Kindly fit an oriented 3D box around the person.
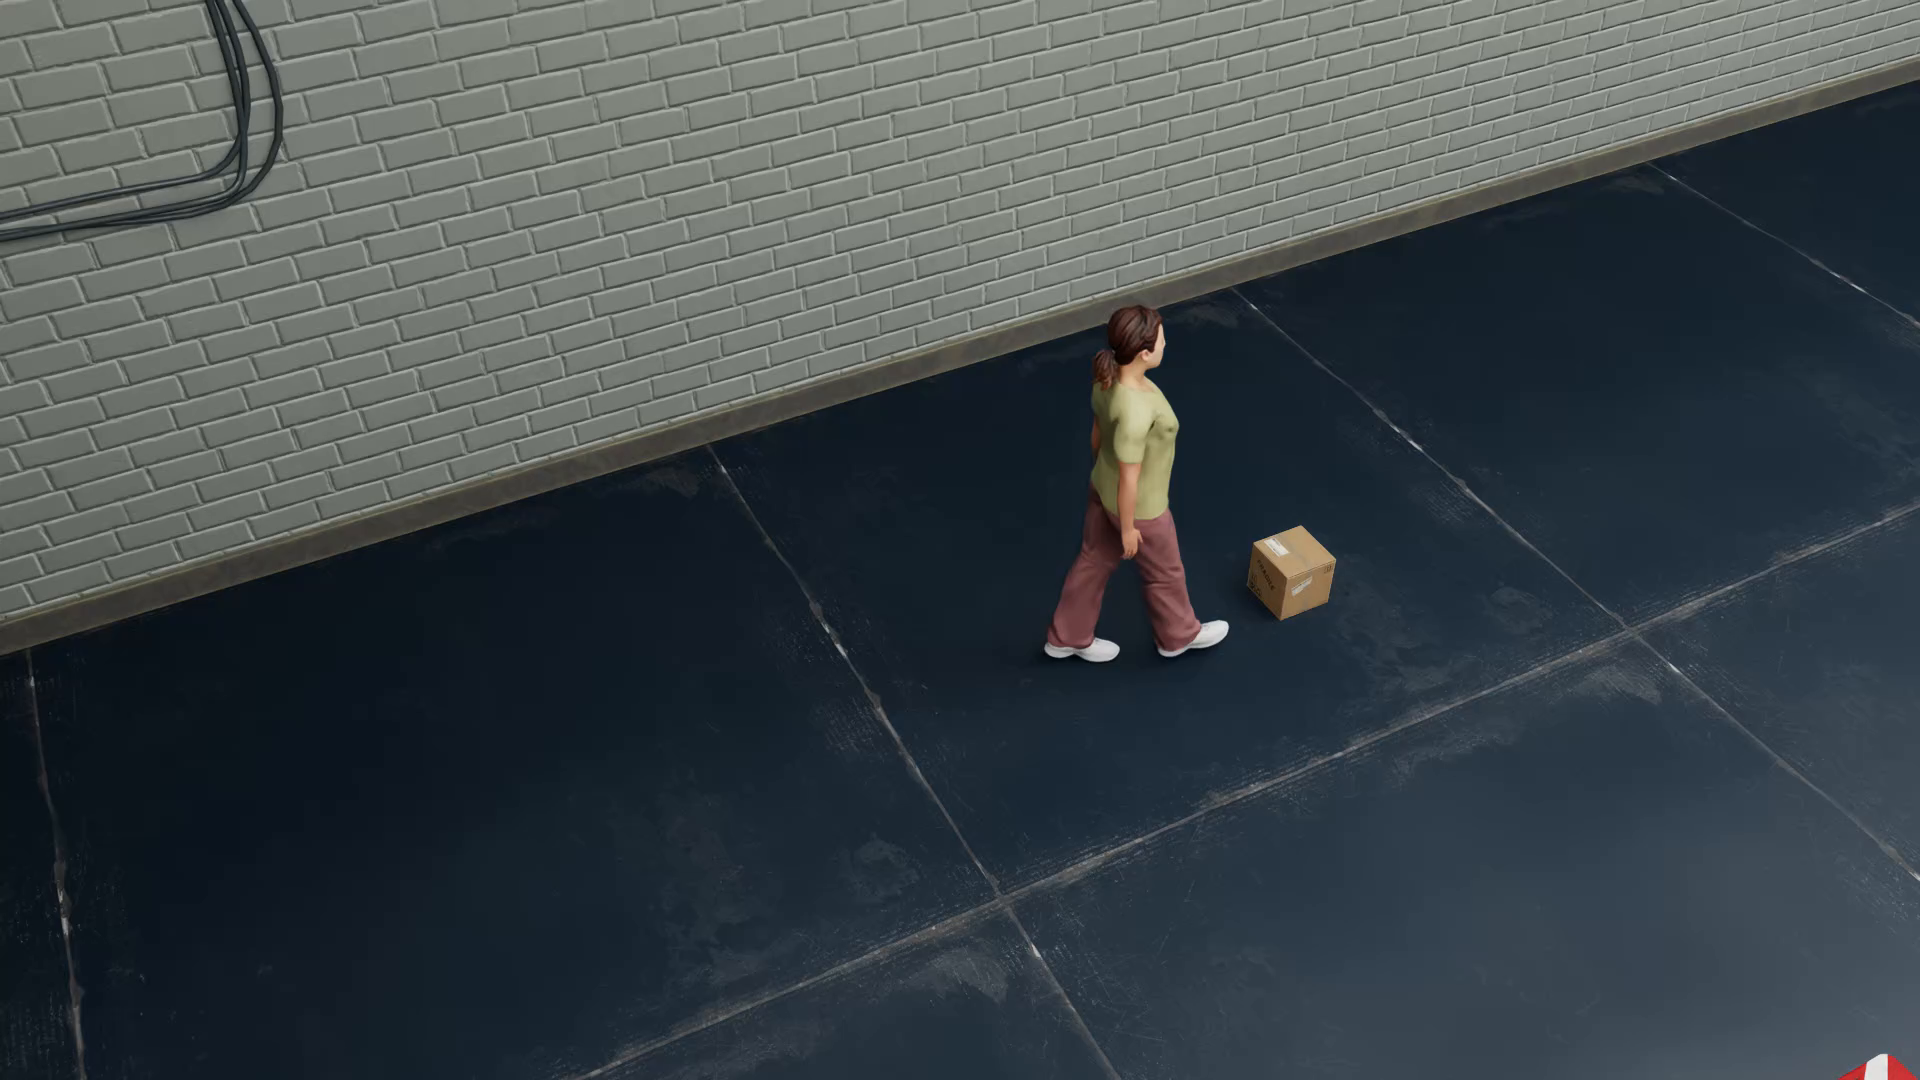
[{"bbox_3d":[0.723,-0.183,6.368,0.758,1.652,0.465,-10,42,-12],"label":"person"}]
